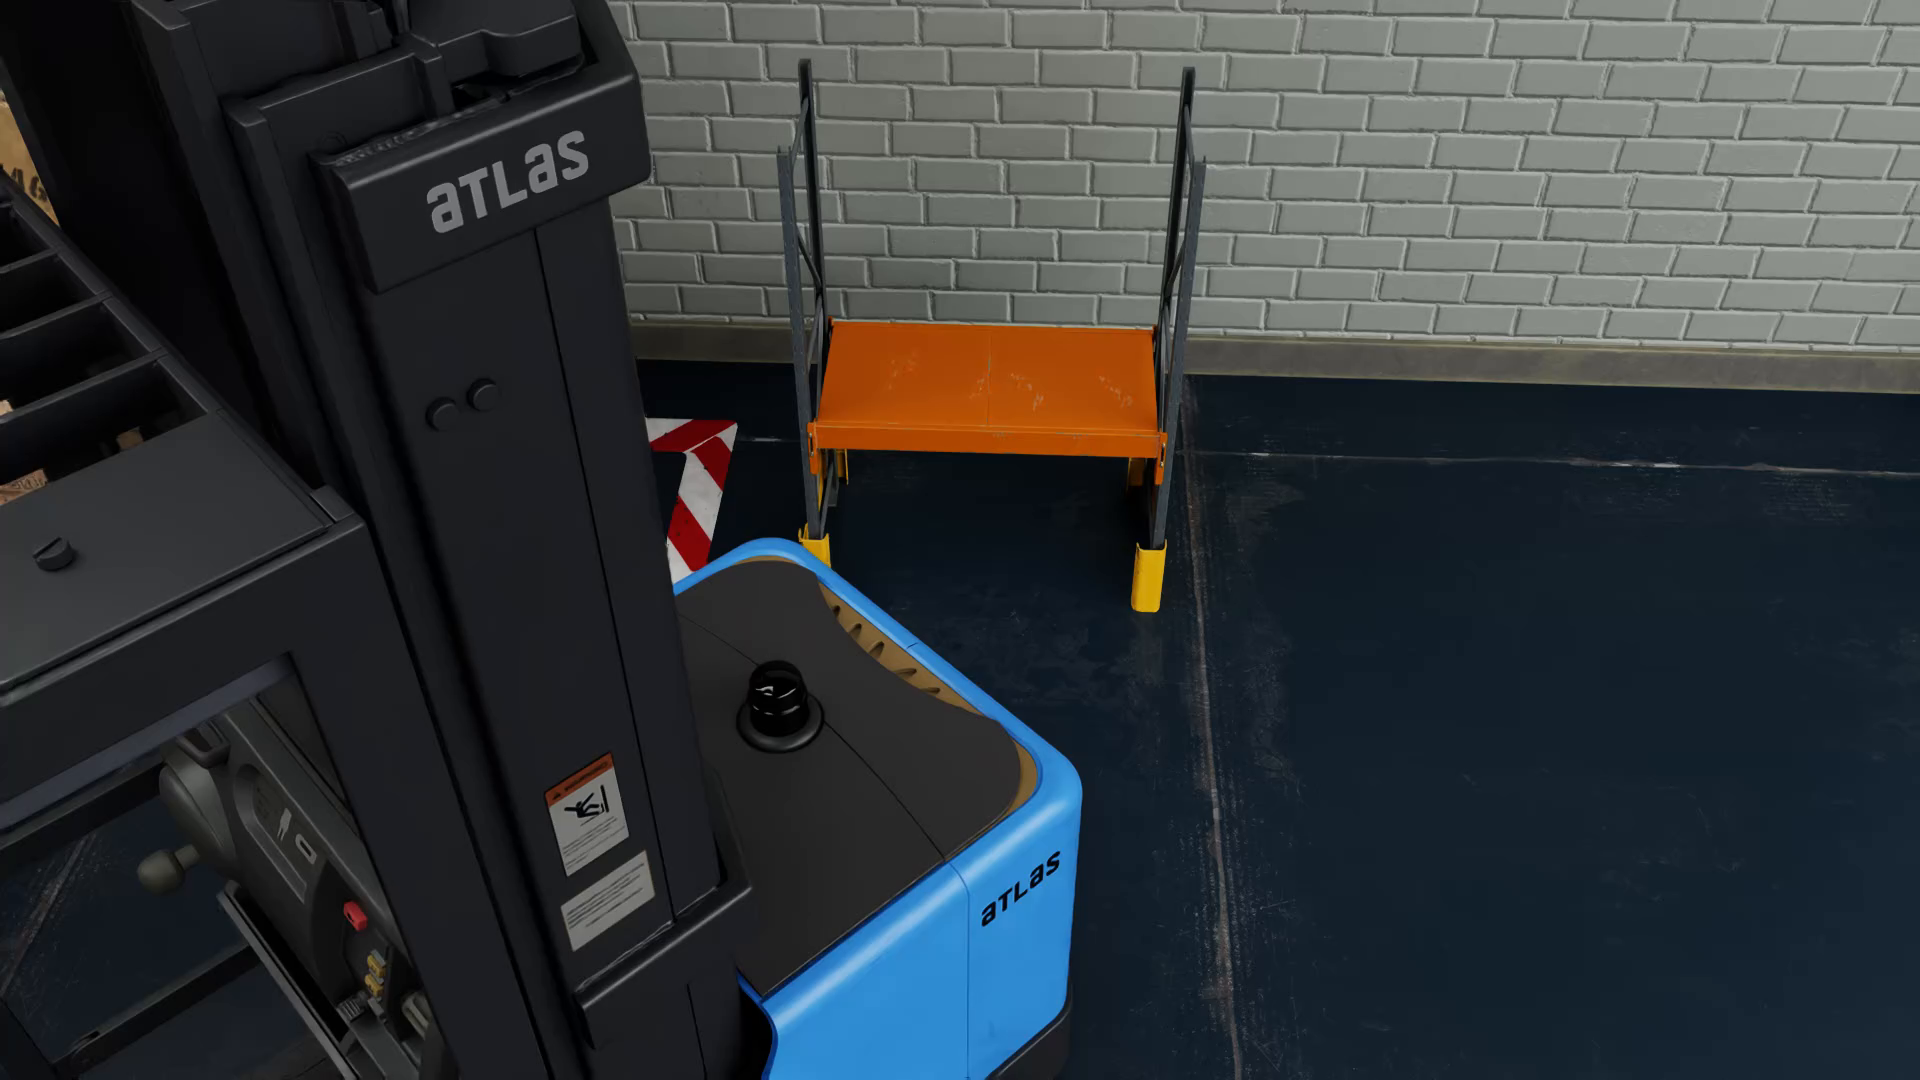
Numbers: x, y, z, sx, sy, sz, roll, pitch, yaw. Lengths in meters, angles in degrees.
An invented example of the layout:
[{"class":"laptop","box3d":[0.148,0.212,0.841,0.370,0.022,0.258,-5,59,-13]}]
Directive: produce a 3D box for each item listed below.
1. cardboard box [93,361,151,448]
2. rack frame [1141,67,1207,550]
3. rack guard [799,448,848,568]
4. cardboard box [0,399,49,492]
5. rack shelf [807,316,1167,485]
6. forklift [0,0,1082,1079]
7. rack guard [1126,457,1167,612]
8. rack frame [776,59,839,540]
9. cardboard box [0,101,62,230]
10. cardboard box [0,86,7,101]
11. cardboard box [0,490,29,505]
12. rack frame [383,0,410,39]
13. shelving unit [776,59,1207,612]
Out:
[{"class":"cardboard box","box3d":[-2.046,-0.378,4.430,0.500,0.250,0.500,3,43,3]},{"class":"rack frame","box3d":[0.593,-0.531,4.719,0.032,1.500,0.500,2,43,2]},{"class":"rack guard","box3d":[-0.421,-0.104,5.179,0.087,0.250,0.587,2,43,2]},{"class":"cardboard box","box3d":[-2.557,-0.389,4.443,0.500,0.250,0.500,2,43,3]},{"class":"rack shelf","box3d":[0.085,-0.415,4.859,1.000,0.185,0.538,2,43,2]},{"class":"forklift","box3d":[-1.172,0.604,2.452,3.031,2.935,1.130,-32,52,-30]},{"class":"rack guard","box3d":[0.574,-0.074,5.146,0.087,0.250,0.587,2,43,2]},{"class":"rack frame","box3d":[-0.423,-0.562,4.753,0.032,1.500,0.500,2,43,2]},{"class":"cardboard box","box3d":[-2.076,-0.935,3.980,0.500,0.500,0.500,1,43,1]},{"class":"cardboard box","box3d":[-2.188,-1.144,3.728,0.250,0.149,0.380,2,43,3]},{"class":"cardboard box","box3d":[-2.573,-0.218,4.625,0.500,0.250,0.500,1,43,1]},{"class":"rack frame","box3d":[-1.572,-1.062,4.190,0.127,3.000,1.000,2,43,2]},{"class":"shelving unit","box3d":[0.076,-0.546,4.736,1.083,1.500,0.587,2,43,2]}]
